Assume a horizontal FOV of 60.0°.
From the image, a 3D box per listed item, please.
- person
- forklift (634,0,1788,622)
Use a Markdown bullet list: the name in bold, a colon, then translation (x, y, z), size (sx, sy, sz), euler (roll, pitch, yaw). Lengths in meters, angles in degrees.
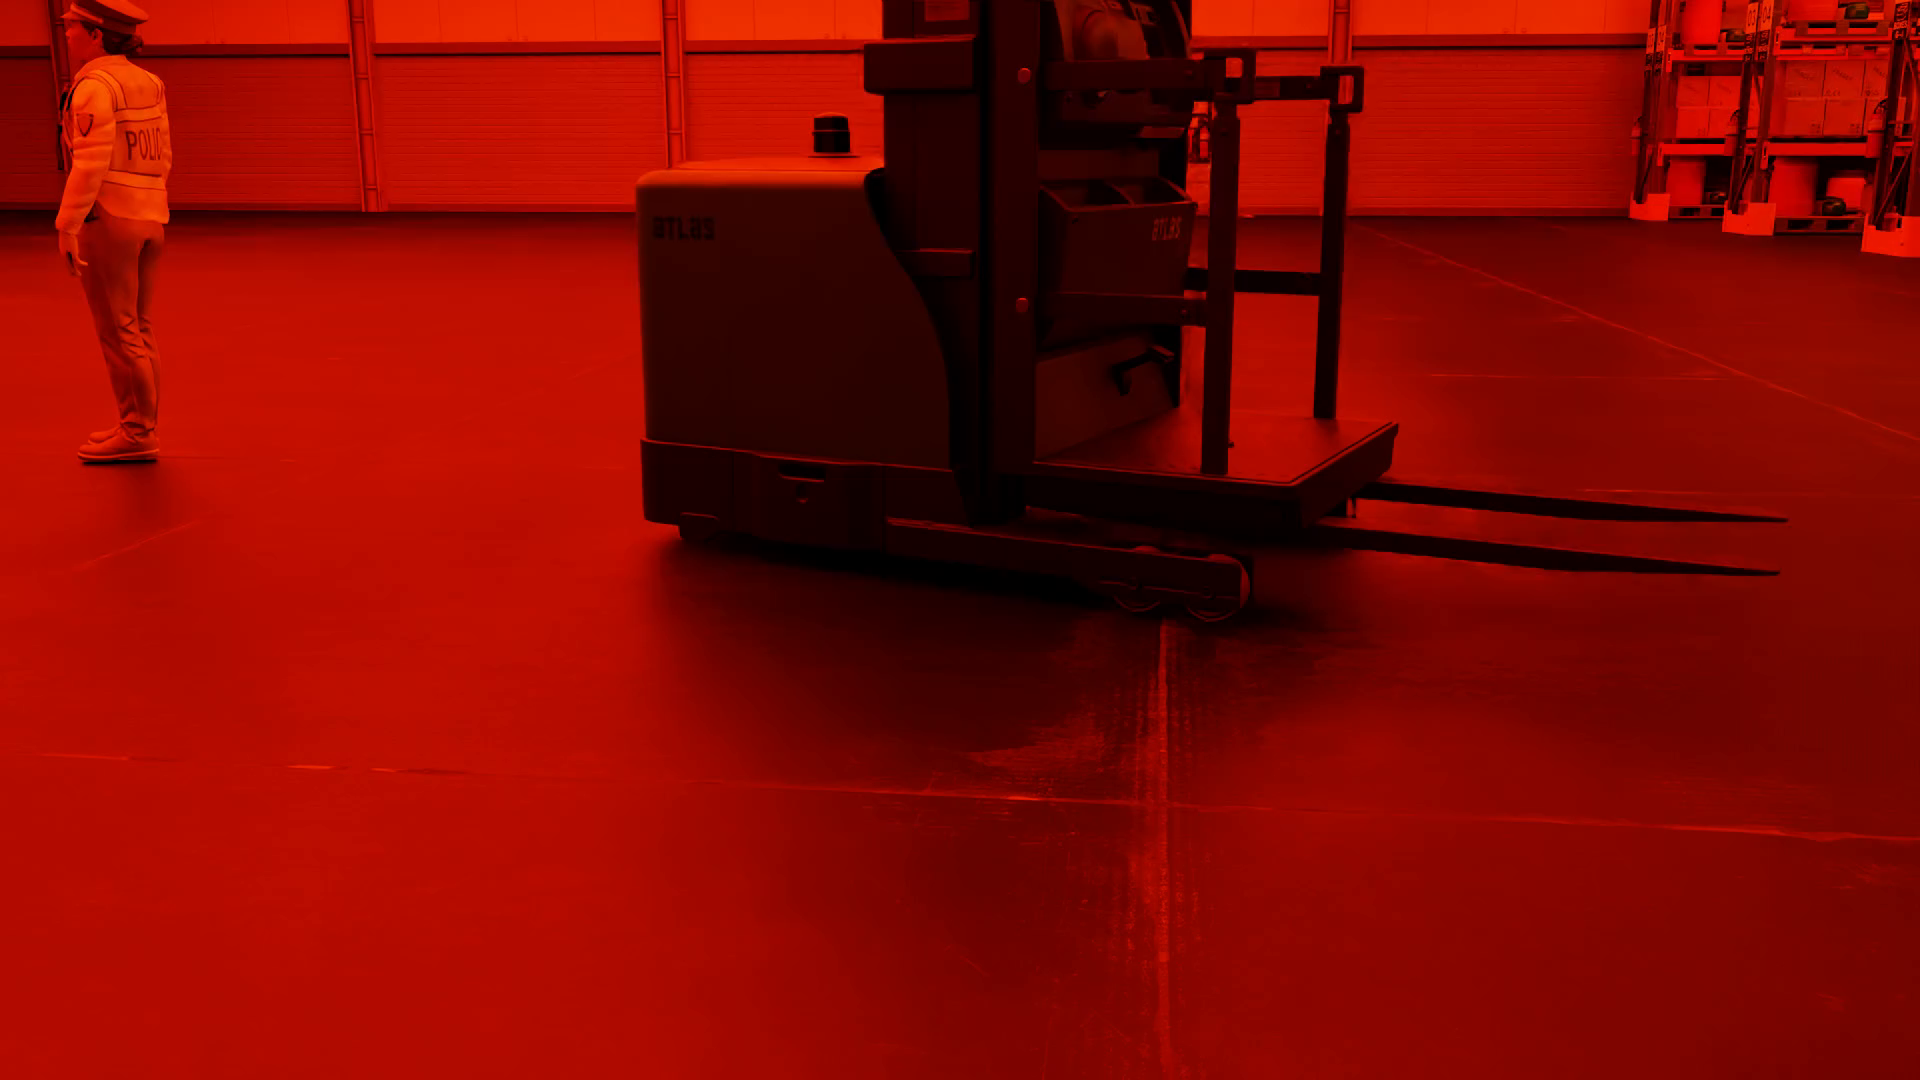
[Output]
- **person**: translation (-3.121, -1.131, 6.030), size (0.531, 1.695, 0.587), euler (0, 13, 2)
- **forklift**: translation (0.611, -1.364, 4.343), size (3.031, 2.935, 1.130), euler (7, 15, 27)
